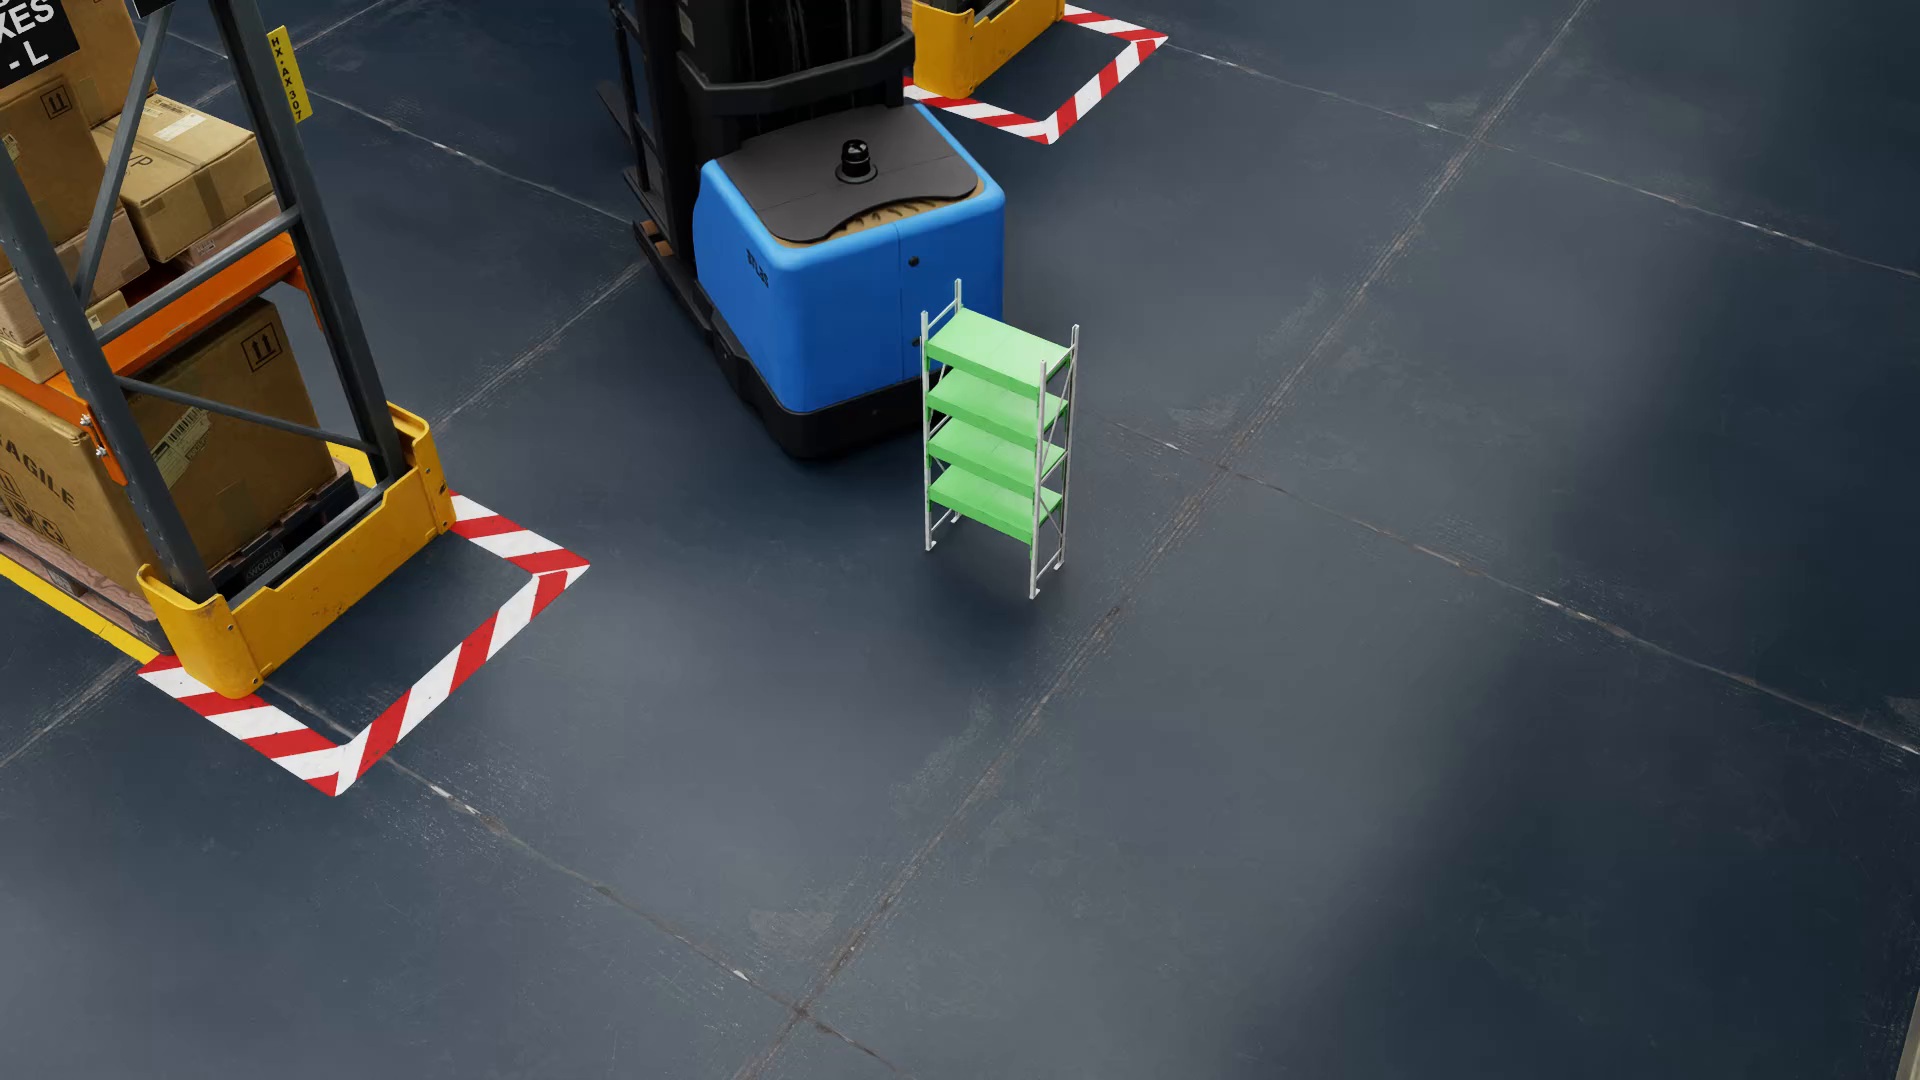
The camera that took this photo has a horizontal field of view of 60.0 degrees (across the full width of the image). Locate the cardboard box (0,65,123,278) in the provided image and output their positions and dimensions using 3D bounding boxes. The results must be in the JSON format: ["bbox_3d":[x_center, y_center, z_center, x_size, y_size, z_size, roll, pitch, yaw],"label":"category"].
[{"bbox_3d":[-3.076,-1.207,5.205,0.500,0.500,0.500,25,51,23],"label":"cardboard box"}]

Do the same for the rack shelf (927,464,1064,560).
[{"bbox_3d":[0.139,-0.142,6.475,0.480,0.148,0.258,25,51,22],"label":"rack shelf"}]

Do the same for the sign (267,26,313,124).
[{"bbox_3d":[-2.219,-1.526,5.483,0.005,0.325,0.100,25,51,22],"label":"sign"}]

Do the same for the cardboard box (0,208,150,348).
[{"bbox_3d":[-3.075,-0.943,5.472,0.500,0.250,0.500,24,50,22],"label":"cardboard box"}]

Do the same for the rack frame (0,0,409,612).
[{"bbox_3d":[-2.524,-0.864,5.498,0.127,3.000,1.000,25,51,22],"label":"rack frame"}]

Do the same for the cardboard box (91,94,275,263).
[{"bbox_3d":[-2.782,-1.264,5.784,0.500,0.250,0.500,23,50,21],"label":"cardboard box"}]

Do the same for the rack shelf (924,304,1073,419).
[{"bbox_3d":[0.139,-0.644,5.959,0.480,0.148,0.258,25,51,22],"label":"rack shelf"}]

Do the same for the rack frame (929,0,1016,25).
[{"bbox_3d":[0.150,-3.854,8.404,0.127,3.000,1.000,25,51,22],"label":"rack frame"}]

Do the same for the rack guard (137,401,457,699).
[{"bbox_3d":[-2.503,0.016,6.386,0.348,0.500,1.175,25,51,22],"label":"rack guard"}]

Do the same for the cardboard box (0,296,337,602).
[{"bbox_3d":[-3.105,-0.470,6.303,0.875,0.875,0.875,25,51,22],"label":"cardboard box"}]

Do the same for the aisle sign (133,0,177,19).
[{"bbox_3d":[-2.301,-1.923,4.715,0.004,0.787,0.394,25,51,22],"label":"aisle sign"}]

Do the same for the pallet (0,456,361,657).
[{"bbox_3d":[-3.239,-0.155,6.753,1.213,0.211,1.003,25,51,22],"label":"pallet"}]

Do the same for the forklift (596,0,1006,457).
[{"bbox_3d":[-0.927,-2.428,7.065,1.130,2.935,3.031,-20,49,-19],"label":"forklift"}]

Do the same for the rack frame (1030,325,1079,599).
[{"bbox_3d":[0.345,-0.260,6.166,0.015,1.200,0.240,25,51,22],"label":"rack frame"}]

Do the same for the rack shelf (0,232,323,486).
[{"bbox_3d":[-4.207,-1.388,6.509,4.000,0.370,1.077,25,51,22],"label":"rack shelf"}]

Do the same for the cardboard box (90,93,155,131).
[{"bbox_3d":[-3.223,-1.462,5.976,0.500,0.250,0.500,24,51,22],"label":"cardboard box"}]

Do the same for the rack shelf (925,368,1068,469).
[{"bbox_3d":[0.139,-0.477,6.131,0.480,0.148,0.258,25,51,22],"label":"rack shelf"}]

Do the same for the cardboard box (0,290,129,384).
[{"bbox_3d":[-3.001,-0.716,5.529,0.250,0.149,0.380,26,51,23],"label":"cardboard box"}]

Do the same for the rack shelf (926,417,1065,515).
[{"bbox_3d":[0.139,-0.310,6.303,0.480,0.148,0.258,25,51,22],"label":"rack shelf"}]

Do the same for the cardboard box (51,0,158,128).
[{"bbox_3d":[-3.203,-1.719,5.703,0.500,0.500,0.500,24,50,21],"label":"cardboard box"}]

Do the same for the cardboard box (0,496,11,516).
[{"bbox_3d":[-3.871,-0.822,6.646,0.875,0.875,0.875,25,51,22],"label":"cardboard box"}]

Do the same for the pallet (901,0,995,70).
[{"bbox_3d":[-0.523,-3.225,9.737,1.213,0.211,1.003,25,51,22],"label":"pallet"}]

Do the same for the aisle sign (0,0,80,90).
[{"bbox_3d":[-2.625,-1.561,4.363,0.004,0.787,0.394,25,51,22],"label":"aisle sign"}]

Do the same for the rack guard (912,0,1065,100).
[{"bbox_3d":[0.178,-2.982,9.299,0.348,0.500,1.175,25,51,22],"label":"rack guard"}]

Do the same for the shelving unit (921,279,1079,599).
[{"bbox_3d":[0.139,-0.354,6.257,0.503,1.200,0.258,25,51,22],"label":"shelving unit"}]

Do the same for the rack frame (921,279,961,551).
[{"bbox_3d":[-0.066,-0.449,6.349,0.015,1.200,0.240,25,51,22],"label":"rack frame"}]

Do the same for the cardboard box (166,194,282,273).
[{"bbox_3d":[-2.644,-1.113,5.915,0.250,0.149,0.380,25,51,23],"label":"cardboard box"}]
